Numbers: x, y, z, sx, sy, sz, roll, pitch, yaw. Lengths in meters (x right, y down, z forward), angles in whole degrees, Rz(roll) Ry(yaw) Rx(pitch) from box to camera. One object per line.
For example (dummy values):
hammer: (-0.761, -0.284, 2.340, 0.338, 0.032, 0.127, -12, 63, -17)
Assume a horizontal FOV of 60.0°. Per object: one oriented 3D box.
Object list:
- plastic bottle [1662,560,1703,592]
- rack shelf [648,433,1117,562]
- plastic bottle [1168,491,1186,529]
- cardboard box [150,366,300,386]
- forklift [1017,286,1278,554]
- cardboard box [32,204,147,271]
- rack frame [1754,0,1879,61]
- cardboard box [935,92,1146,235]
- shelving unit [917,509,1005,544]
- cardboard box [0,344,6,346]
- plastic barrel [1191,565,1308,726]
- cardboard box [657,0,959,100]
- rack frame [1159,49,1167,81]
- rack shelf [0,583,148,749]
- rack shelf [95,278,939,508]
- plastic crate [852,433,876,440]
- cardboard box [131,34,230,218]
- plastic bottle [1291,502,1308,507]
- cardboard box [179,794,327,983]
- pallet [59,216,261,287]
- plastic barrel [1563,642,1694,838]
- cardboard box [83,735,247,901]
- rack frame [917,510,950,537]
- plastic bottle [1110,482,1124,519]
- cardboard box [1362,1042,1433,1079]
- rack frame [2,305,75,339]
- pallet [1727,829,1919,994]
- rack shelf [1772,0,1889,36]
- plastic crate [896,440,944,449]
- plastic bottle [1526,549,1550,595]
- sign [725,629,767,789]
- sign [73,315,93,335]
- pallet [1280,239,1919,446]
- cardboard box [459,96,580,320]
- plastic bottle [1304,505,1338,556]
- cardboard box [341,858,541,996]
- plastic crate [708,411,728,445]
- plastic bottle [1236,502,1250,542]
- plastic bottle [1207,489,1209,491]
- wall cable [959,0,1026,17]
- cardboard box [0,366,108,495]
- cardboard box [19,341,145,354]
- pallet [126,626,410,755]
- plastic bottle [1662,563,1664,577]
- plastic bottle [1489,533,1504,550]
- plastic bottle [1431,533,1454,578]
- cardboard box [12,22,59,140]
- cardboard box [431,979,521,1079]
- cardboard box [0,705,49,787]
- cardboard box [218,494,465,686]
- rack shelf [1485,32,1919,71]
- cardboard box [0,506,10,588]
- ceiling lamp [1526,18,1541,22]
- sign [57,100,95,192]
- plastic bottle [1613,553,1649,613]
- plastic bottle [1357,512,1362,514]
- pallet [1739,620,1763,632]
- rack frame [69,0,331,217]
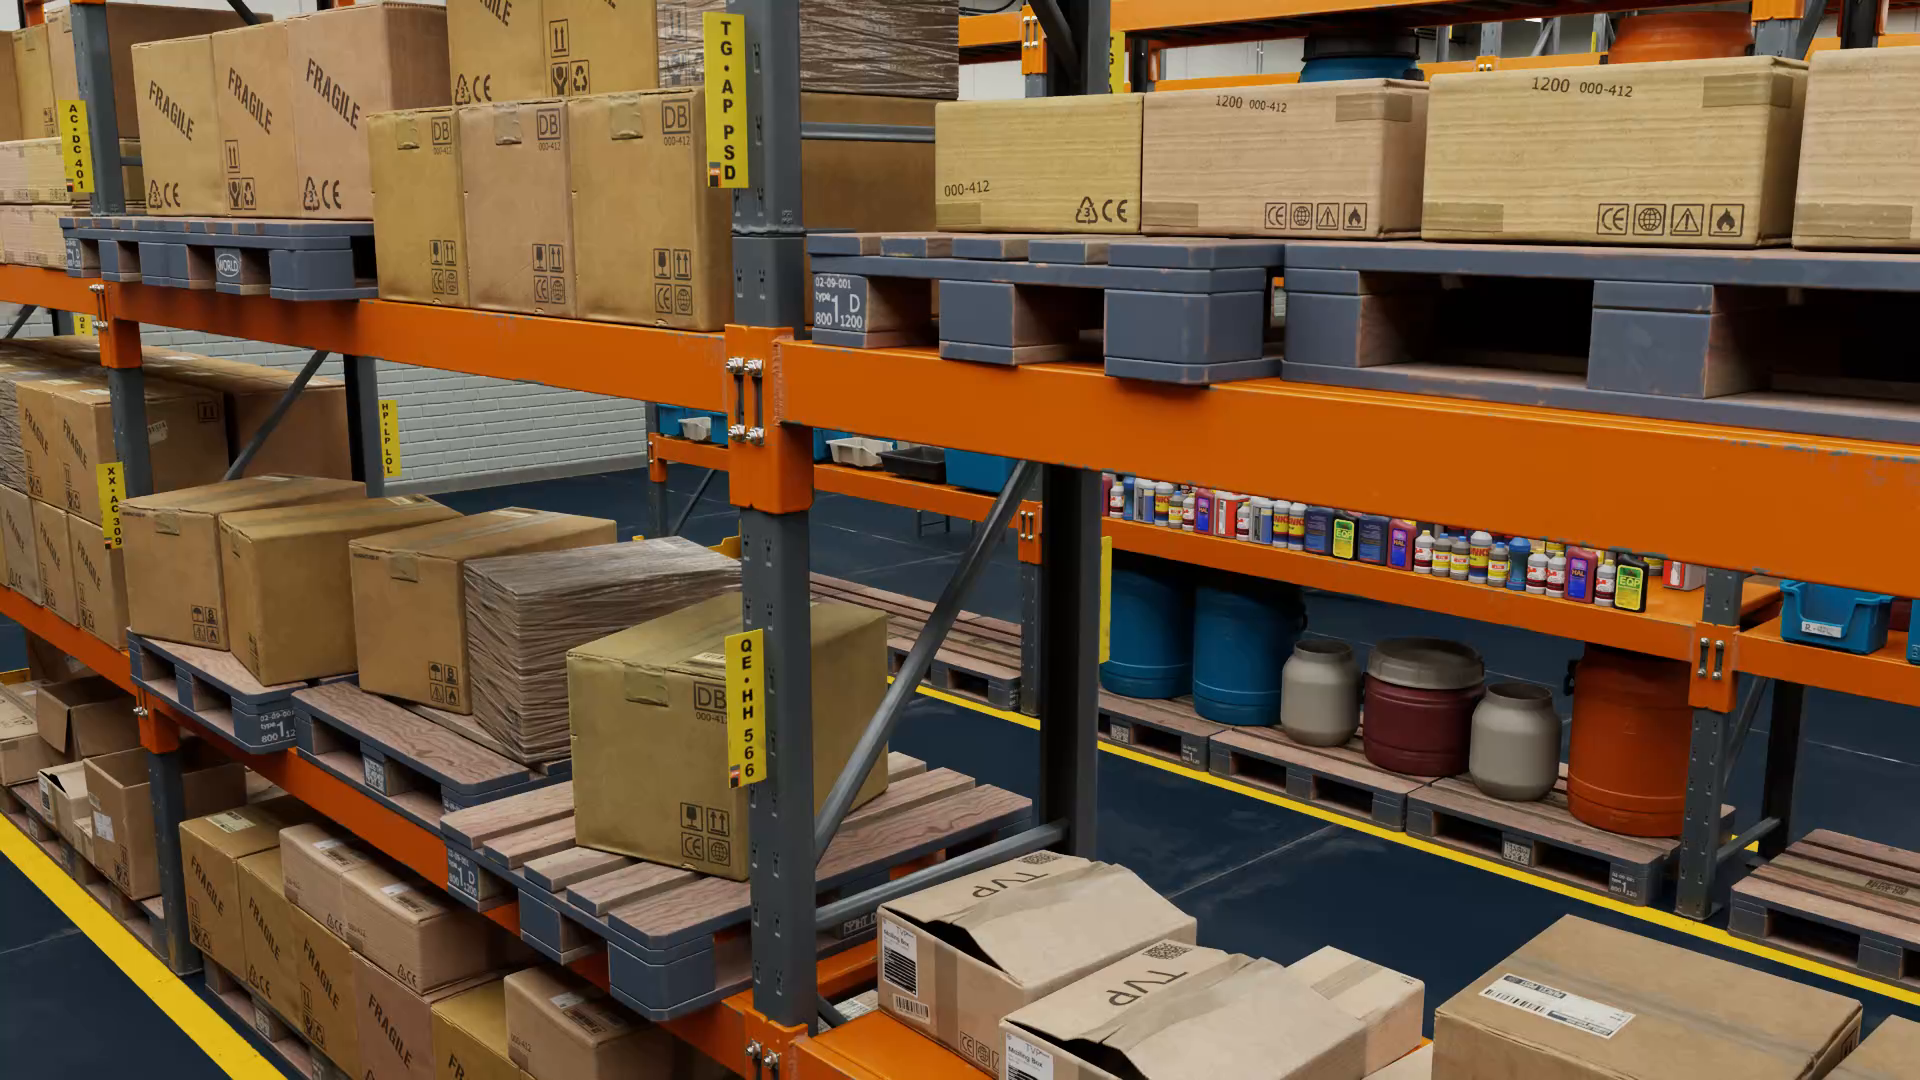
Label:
plastic bottle: (3.356, 0.085, 7.711, 0.152, 0.276, 0.135, -11, 16, -43)
rack shelf: (-0.613, -0.412, 11.599, 1.077, 0.370, 4.000, -11, 16, -43)
plastic bottle: (1.193, -0.166, 9.115, 0.097, 0.201, 0.097, 0, 12, 0)
cardboard box: (-3.295, -0.505, 7.540, 0.500, 0.500, 0.500, 11, 16, 43)
forklift: (2.011, -1.166, 13.646, 3.031, 2.935, 1.130, 7, 14, 32)
cardboard box: (-3.345, -1.212, 6.639, 0.500, 0.250, 0.500, -11, 16, -43)
rack frame: (3.531, -2.827, 6.670, 1.000, 3.000, 0.127, -11, 16, -43)
cardboard box: (0.300, -0.742, 3.315, 0.500, 0.250, 0.500, 10, 15, 41)
shelving unit: (0.005, -0.734, 15.094, 0.431, 1.500, 0.755, -11, 16, -43)
cardboard box: (-5.463, -0.804, 8.991, 0.500, 0.500, 0.500, -10, 15, -41)
plastic barrel: (1.621, 0.535, 9.380, 0.600, 0.901, 0.708, -11, 16, -43)
cardboard box: (-0.351, -1.271, 3.828, 0.500, 0.500, 0.500, -11, 16, -43)
rack frame: (1.588, -4.685, 15.688, 1.000, 3.000, 0.127, -11, 16, -43)
rack shelf: (-4.198, 0.278, 8.251, 1.077, 0.370, 4.000, -11, 16, -43)
rack shelf: (-1.436, -0.608, 5.115, 1.077, 0.370, 4.000, -11, 16, -43)
plastic crate: (-0.682, -0.740, 11.915, 0.298, 0.136, 0.250, -11, 16, -43)
cardboard box: (-2.522, -1.472, 5.990, 0.600, 0.600, 0.600, 10, 15, 40)
plastic bottle: (1.890, -0.230, 9.253, 0.097, 0.271, 0.097, 0, 12, 0)
cardboard box: (-2.659, 1.331, 6.462, 0.500, 0.500, 0.500, 11, 16, 43)
pallet: (-2.417, -1.055, 5.968, 1.213, 0.211, 1.003, -11, 16, -43)
plastic barrel: (3.180, 0.900, 7.787, 0.600, 0.830, 0.708, -11, 16, -43)
cardboard box: (-3.415, 1.183, 7.181, 0.500, 0.500, 0.500, -11, 16, -43)
rack frame: (-0.248, -0.787, 15.353, 0.400, 1.500, 0.023, -11, 16, -43)
plastic bottle: (0.898, -0.228, 9.417, 0.097, 0.201, 0.097, 0, 12, 0)
cardboard box: (0.867, 1.102, 3.088, 0.380, 0.149, 0.250, -9, 15, -38)
rack frame: (-5.579, -0.366, 9.595, 1.000, 3.000, 0.127, -11, 16, -43)
pallet: (4.038, 1.596, 6.982, 1.003, 0.211, 1.213, -11, 16, -43)
rack shelf: (4.912, -1.987, 5.367, 1.077, 0.370, 4.000, -11, 16, -43)
plastic crate: (-0.153, -0.692, 11.321, 0.437, 0.282, 0.530, -11, 16, -43)
plastic bottle: (2.650, 0.142, 7.620, 0.097, 0.201, 0.097, 0, 12, 0)
sign: (-0.440, 0.350, 3.446, 0.100, 0.325, 0.005, -11, 16, -43)
sign: (-5.164, -1.163, 9.808, 0.100, 0.325, 0.005, -11, 16, -43)
pallet: (1.253, -0.326, 2.434, 1.003, 0.211, 1.213, -10, 15, -40)
cardboard box: (-0.732, -0.850, 4.263, 0.910, 0.500, 0.500, -11, 16, -43)
plastic bottle: (1.854, -0.106, 8.455, 0.144, 0.351, 0.185, -11, 16, -43)
cardboard box: (-1.622, 1.182, 5.323, 0.500, 0.250, 0.500, -11, 16, -44)
plastic crate: (-1.607, -0.826, 12.090, 0.416, 0.233, 0.300, -11, 16, -43)
plastic bottle: (1.512, -0.099, 8.787, 0.097, 0.201, 0.097, 0, 12, 0)
plastic bottle: (1.449, -0.289, 9.712, 0.097, 0.201, 0.097, 0, 12, 0)
wall cable: (0.176, -7.566, 21.700, 2.277, 5.999, 0.120, -11, 16, -43)
cardboard box: (-4.057, -0.507, 7.552, 0.500, 0.500, 0.500, -11, 16, -42)
cardboard box: (-4.723, -0.805, 8.998, 0.500, 0.500, 0.500, -10, 16, -41)
pallet: (-2.344, 0.443, 6.141, 1.003, 0.211, 1.213, -11, 16, -43)
plastic bottle: (3.405, 0.045, 7.915, 0.097, 0.271, 0.097, 0, 12, 0)
plastic bottle: (2.767, -0.089, 8.569, 0.097, 0.271, 0.097, 0, 12, 0)
plastic bottle: (2.314, 0.071, 7.965, 0.097, 0.201, 0.097, 0, 12, 0)
cardboard box: (-3.773, -2.021, 7.467, 0.700, 0.500, 0.500, -11, 16, -43)
cardboard box: (-1.227, 1.631, 5.007, 0.500, 0.500, 0.500, 11, 16, 43)
cardboard box: (-4.718, 1.030, 8.543, 0.500, 0.250, 0.500, -11, 16, -43)
cardboard box: (-2.131, 0.154, 5.778, 0.700, 0.500, 0.500, -8, 14, -34)
rack shelf: (5.732, -3.261, 11.550, 1.077, 0.370, 4.000, -11, 16, -43)
cardboard box: (-4.415, -0.093, 8.018, 0.500, 0.500, 0.500, -11, 16, -42)
ceiling lamp: (8.808, -9.684, 25.485, 2.000, 3.185, 0.800, -11, 16, -43)
sign: (-3.204, -1.428, 6.034, 0.100, 0.325, 0.005, -11, 16, -43)
plastic bottle: (2.943, 0.169, 7.286, 0.061, 0.283, 0.133, -11, 16, -43)
plastic bottle: (2.228, -0.169, 9.130, 0.097, 0.201, 0.097, 0, 12, 0)
pallet: (5.785, 0.483, 12.381, 1.003, 0.211, 1.213, -11, 16, -43)
rack frame: (-2.817, -2.721, 6.156, 1.000, 3.000, 0.127, -11, 16, -43)
